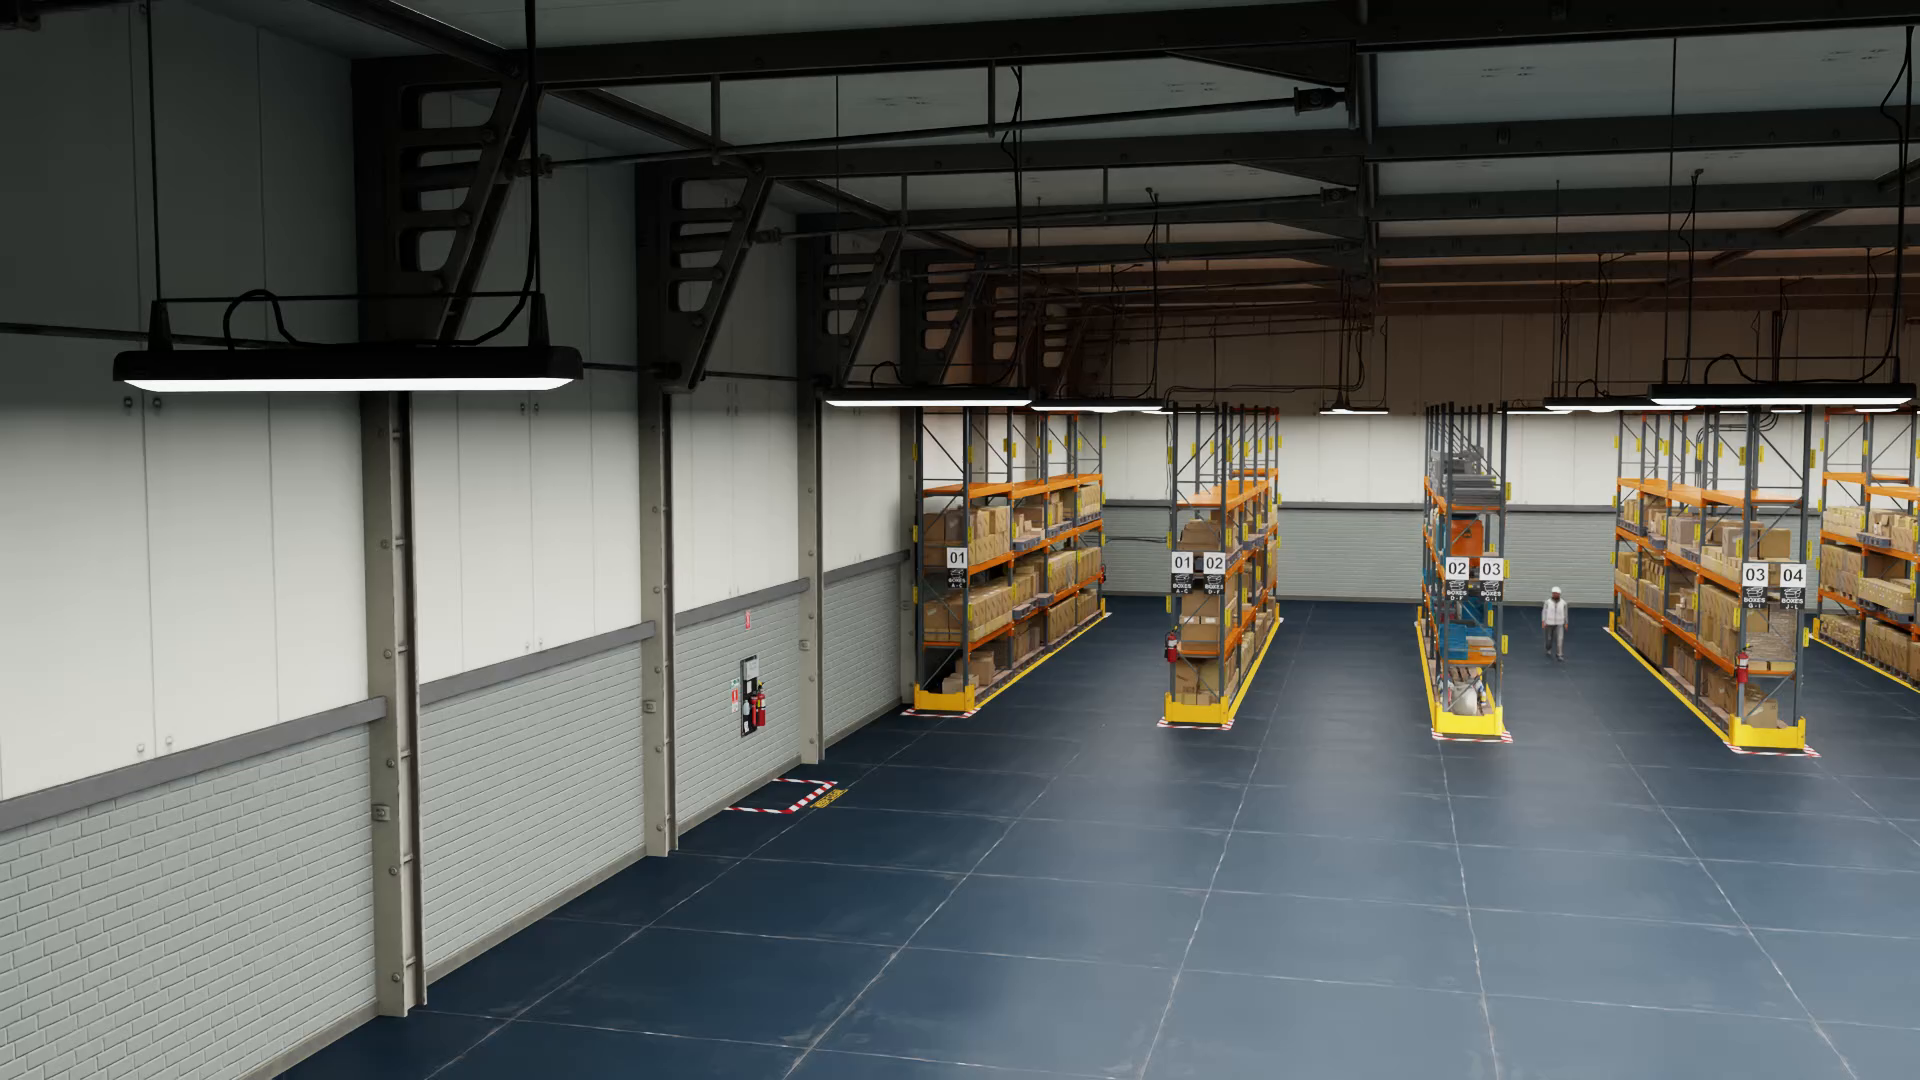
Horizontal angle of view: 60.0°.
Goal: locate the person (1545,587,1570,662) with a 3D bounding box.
[{"bbox_3d":[14.037,1.961,39.084,0.555,1.736,0.885,1,4,9],"label":"person"}]
